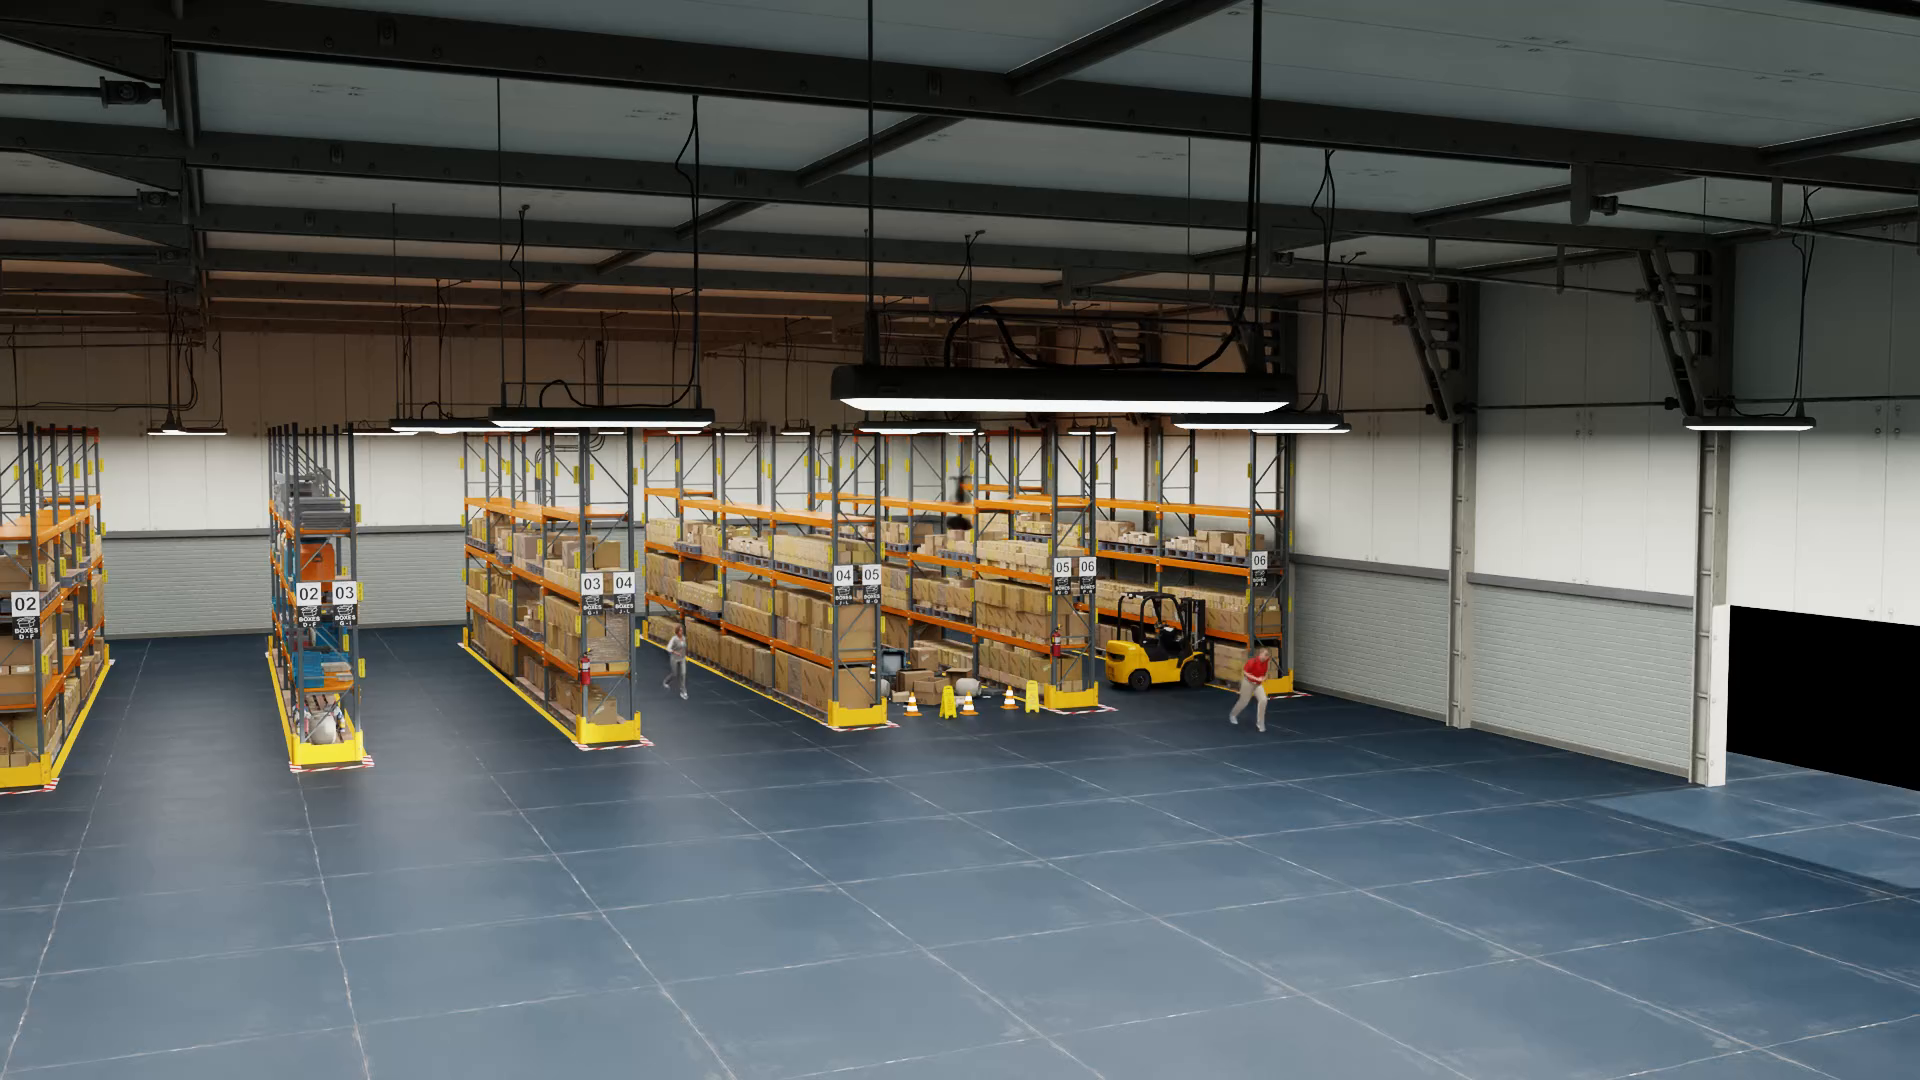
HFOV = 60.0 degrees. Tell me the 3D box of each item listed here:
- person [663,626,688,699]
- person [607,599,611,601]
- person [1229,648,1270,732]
[{"bbox_3d":[-6.269,2.681,36.795,0.921,1.592,0.564,3,5,45],"label":"person"},{"bbox_3d":[-10.160,2.035,47.102,0.602,1.653,0.935,1,4,9],"label":"person"},{"bbox_3d":[5.723,2.932,32.835,0.707,1.697,1.007,-3,4,-37],"label":"person"}]
